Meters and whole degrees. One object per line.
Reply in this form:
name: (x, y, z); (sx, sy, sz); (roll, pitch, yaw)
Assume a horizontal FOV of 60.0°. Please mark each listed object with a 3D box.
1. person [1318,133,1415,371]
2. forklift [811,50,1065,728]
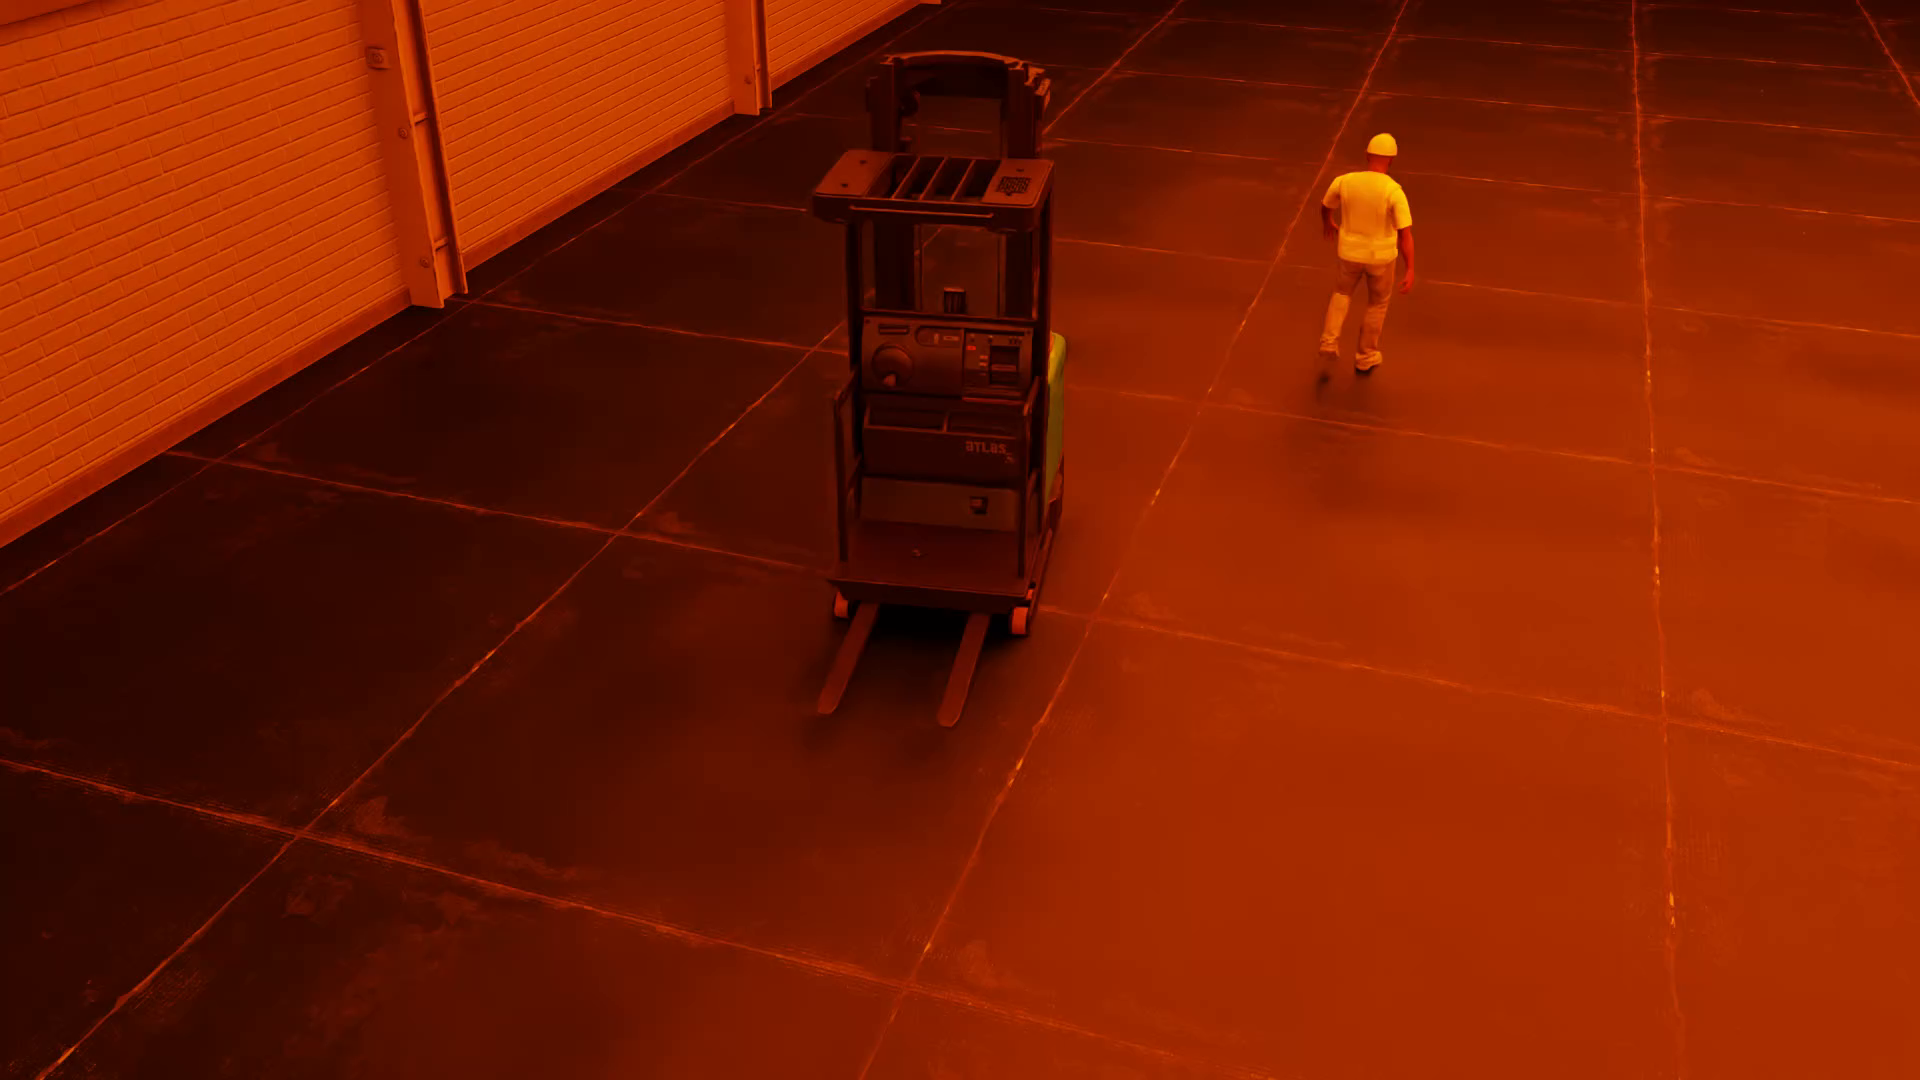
person: (2.906, -2.042, 11.915); (0.829, 1.747, 0.583); (18, 34, 29)
forklift: (-0.107, -0.940, 8.785); (1.130, 2.935, 3.031); (5, 30, 9)
